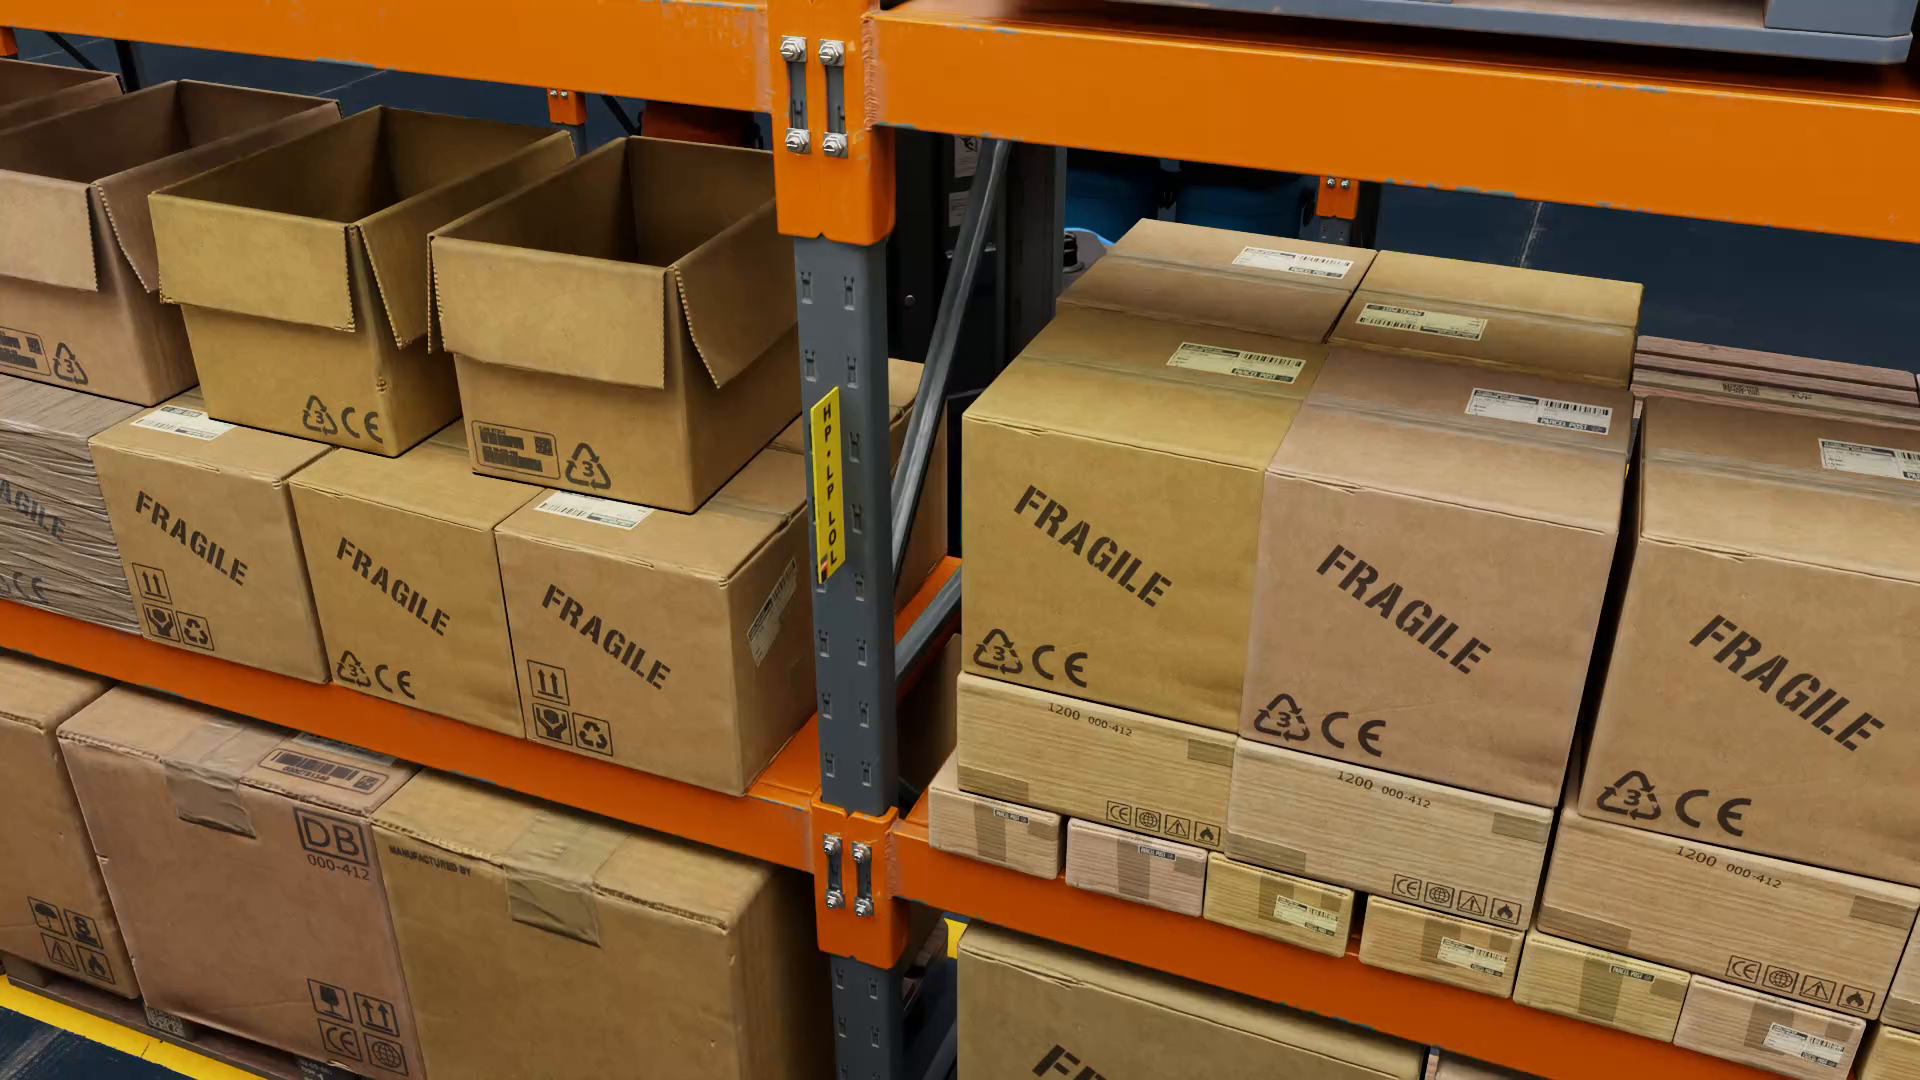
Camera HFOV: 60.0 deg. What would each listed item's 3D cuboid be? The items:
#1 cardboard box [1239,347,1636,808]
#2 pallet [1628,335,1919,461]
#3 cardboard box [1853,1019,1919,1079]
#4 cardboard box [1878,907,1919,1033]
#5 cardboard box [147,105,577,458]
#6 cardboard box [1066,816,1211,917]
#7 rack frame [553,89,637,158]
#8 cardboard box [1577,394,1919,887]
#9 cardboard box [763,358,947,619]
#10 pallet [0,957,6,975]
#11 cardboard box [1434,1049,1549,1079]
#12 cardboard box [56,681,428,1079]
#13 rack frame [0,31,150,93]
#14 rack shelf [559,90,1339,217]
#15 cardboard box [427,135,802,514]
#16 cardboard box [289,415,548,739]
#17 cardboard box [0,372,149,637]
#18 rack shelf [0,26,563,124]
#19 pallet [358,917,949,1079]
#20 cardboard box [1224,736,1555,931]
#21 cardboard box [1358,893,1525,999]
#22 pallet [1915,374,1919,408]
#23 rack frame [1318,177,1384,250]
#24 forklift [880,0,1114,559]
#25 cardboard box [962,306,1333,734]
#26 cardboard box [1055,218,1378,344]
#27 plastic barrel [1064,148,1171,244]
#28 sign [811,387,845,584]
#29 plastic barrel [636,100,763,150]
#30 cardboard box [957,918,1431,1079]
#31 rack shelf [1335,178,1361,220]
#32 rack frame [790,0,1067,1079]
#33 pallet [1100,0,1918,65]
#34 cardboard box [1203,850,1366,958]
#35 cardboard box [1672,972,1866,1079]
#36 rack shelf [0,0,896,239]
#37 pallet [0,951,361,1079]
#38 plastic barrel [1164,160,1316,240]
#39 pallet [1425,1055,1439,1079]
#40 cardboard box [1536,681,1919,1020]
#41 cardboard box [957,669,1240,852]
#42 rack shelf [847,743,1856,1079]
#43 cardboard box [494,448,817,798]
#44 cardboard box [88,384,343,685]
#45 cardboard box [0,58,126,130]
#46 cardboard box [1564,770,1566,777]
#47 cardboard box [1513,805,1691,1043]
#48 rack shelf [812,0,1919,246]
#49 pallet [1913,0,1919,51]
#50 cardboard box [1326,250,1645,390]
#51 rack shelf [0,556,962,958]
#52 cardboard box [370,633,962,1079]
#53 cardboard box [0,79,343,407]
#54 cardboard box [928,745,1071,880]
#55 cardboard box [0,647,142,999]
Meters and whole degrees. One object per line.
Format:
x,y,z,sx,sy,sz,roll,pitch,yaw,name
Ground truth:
0.779,0.041,2.718,0.500,0.500,0.500,11,31,19,cardboard box
3.671,-0.570,7.543,1.213,0.211,1.003,11,31,19,pallet
1.572,0.735,2.657,0.250,0.149,0.380,10,31,18,cardboard box
1.710,0.556,2.568,0.500,0.250,0.500,11,31,19,cardboard box
-1.248,-0.595,3.634,0.637,0.503,0.797,12,32,20,cardboard box
0.371,0.496,3.080,0.250,0.149,0.380,10,31,17,cardboard box
-1.866,-2.867,8.774,0.127,3.000,1.000,11,31,19,rack frame
1.263,0.135,2.551,0.500,0.500,0.500,10,31,18,cardboard box
-0.354,-0.111,3.796,0.500,0.500,0.500,11,31,19,cardboard box
-3.026,0.786,5.145,1.213,0.211,1.003,11,31,19,pallet
1.394,1.199,3.313,0.875,0.875,0.875,11,31,19,cardboard box
-1.451,0.600,4.373,0.875,0.875,1.225,10,31,17,cardboard box
-5.573,-3.607,10.083,0.127,3.000,1.000,11,31,19,rack frame
-0.013,-2.184,8.296,4.000,0.370,1.077,11,31,19,rack shelf
-0.617,-0.463,3.400,0.637,0.503,0.797,10,31,18,cardboard box
-1.014,0.031,3.544,0.500,0.500,0.500,12,32,21,cardboard box
-1.963,-0.157,3.878,0.500,0.500,0.500,11,31,19,cardboard box
-3.719,-2.924,9.605,4.000,0.370,1.077,11,31,19,rack shelf
-0.765,1.237,4.347,1.213,0.211,1.003,11,31,19,pallet
0.774,0.368,2.901,0.500,0.250,0.500,11,31,19,cardboard box
0.859,0.592,2.909,0.250,0.149,0.380,10,31,18,cardboard box
4.797,-0.343,7.142,1.213,0.211,1.003,11,31,19,pallet
1.841,-2.127,7.464,0.127,3.000,1.000,11,31,19,rack frame
-0.614,-1.122,5.756,3.031,2.935,1.130,-13,32,-22,forklift
0.326,-0.054,2.885,0.500,0.500,0.500,11,31,19,cardboard box
0.505,-0.296,3.313,0.500,0.500,0.500,12,32,21,cardboard box
0.687,-1.636,8.301,0.708,0.901,0.600,11,31,19,plastic barrel
-0.217,-0.089,2.762,0.005,0.325,0.100,11,31,19,sign
-1.406,-2.022,9.058,0.708,0.830,0.600,11,31,19,plastic barrel
0.560,1.032,3.608,0.875,0.875,0.875,11,31,19,cardboard box
3.694,-1.444,6.987,4.000,0.370,1.077,11,31,19,rack shelf
-0.022,0.132,3.469,0.127,3.000,1.000,11,31,19,rack frame
0.733,-0.980,2.476,1.213,0.211,1.003,11,31,19,pallet
0.615,0.544,2.994,0.250,0.149,0.380,12,32,21,cardboard box
1.329,0.687,2.742,0.250,0.149,0.380,12,32,20,cardboard box
-1.875,-1.231,3.562,4.000,0.370,1.077,11,31,19,rack shelf
-1.899,1.012,4.745,1.213,0.211,1.003,11,31,19,pallet
1.343,-1.505,8.069,0.708,0.901,0.600,11,31,19,plastic barrel
0.654,1.522,3.843,1.213,0.211,1.003,11,31,19,pallet
1.256,0.461,2.736,0.500,0.250,0.500,12,32,20,cardboard box
0.315,0.274,3.067,0.500,0.250,0.500,11,31,18,cardboard box
1.832,0.815,2.991,4.000,0.370,1.077,11,31,19,rack shelf
-0.558,0.126,3.377,0.500,0.500,0.500,11,31,19,cardboard box
-1.500,-0.062,3.710,0.500,0.500,0.500,11,31,19,cardboard box
-2.454,-0.824,4.039,0.637,0.503,0.797,12,32,20,cardboard box
1.338,0.338,3.359,0.250,0.149,0.380,12,32,20,cardboard box
1.097,0.639,2.826,0.250,0.149,0.380,11,31,18,cardboard box
1.832,-0.491,2.253,4.000,0.370,1.077,11,31,19,rack shelf
1.859,-0.753,2.076,1.213,0.211,1.003,11,31,19,pallet
0.968,-0.201,3.146,0.500,0.500,0.500,12,31,20,cardboard box
-1.875,0.075,4.300,4.000,0.370,1.077,11,31,19,rack shelf
-0.622,0.764,4.082,0.875,0.875,1.225,11,31,19,cardboard box
-1.830,-0.703,3.825,0.637,0.503,0.797,12,32,21,cardboard box
0.127,0.447,3.165,0.250,0.149,0.380,11,31,19,cardboard box
-2.273,0.439,4.657,0.875,0.875,1.225,11,31,19,cardboard box
